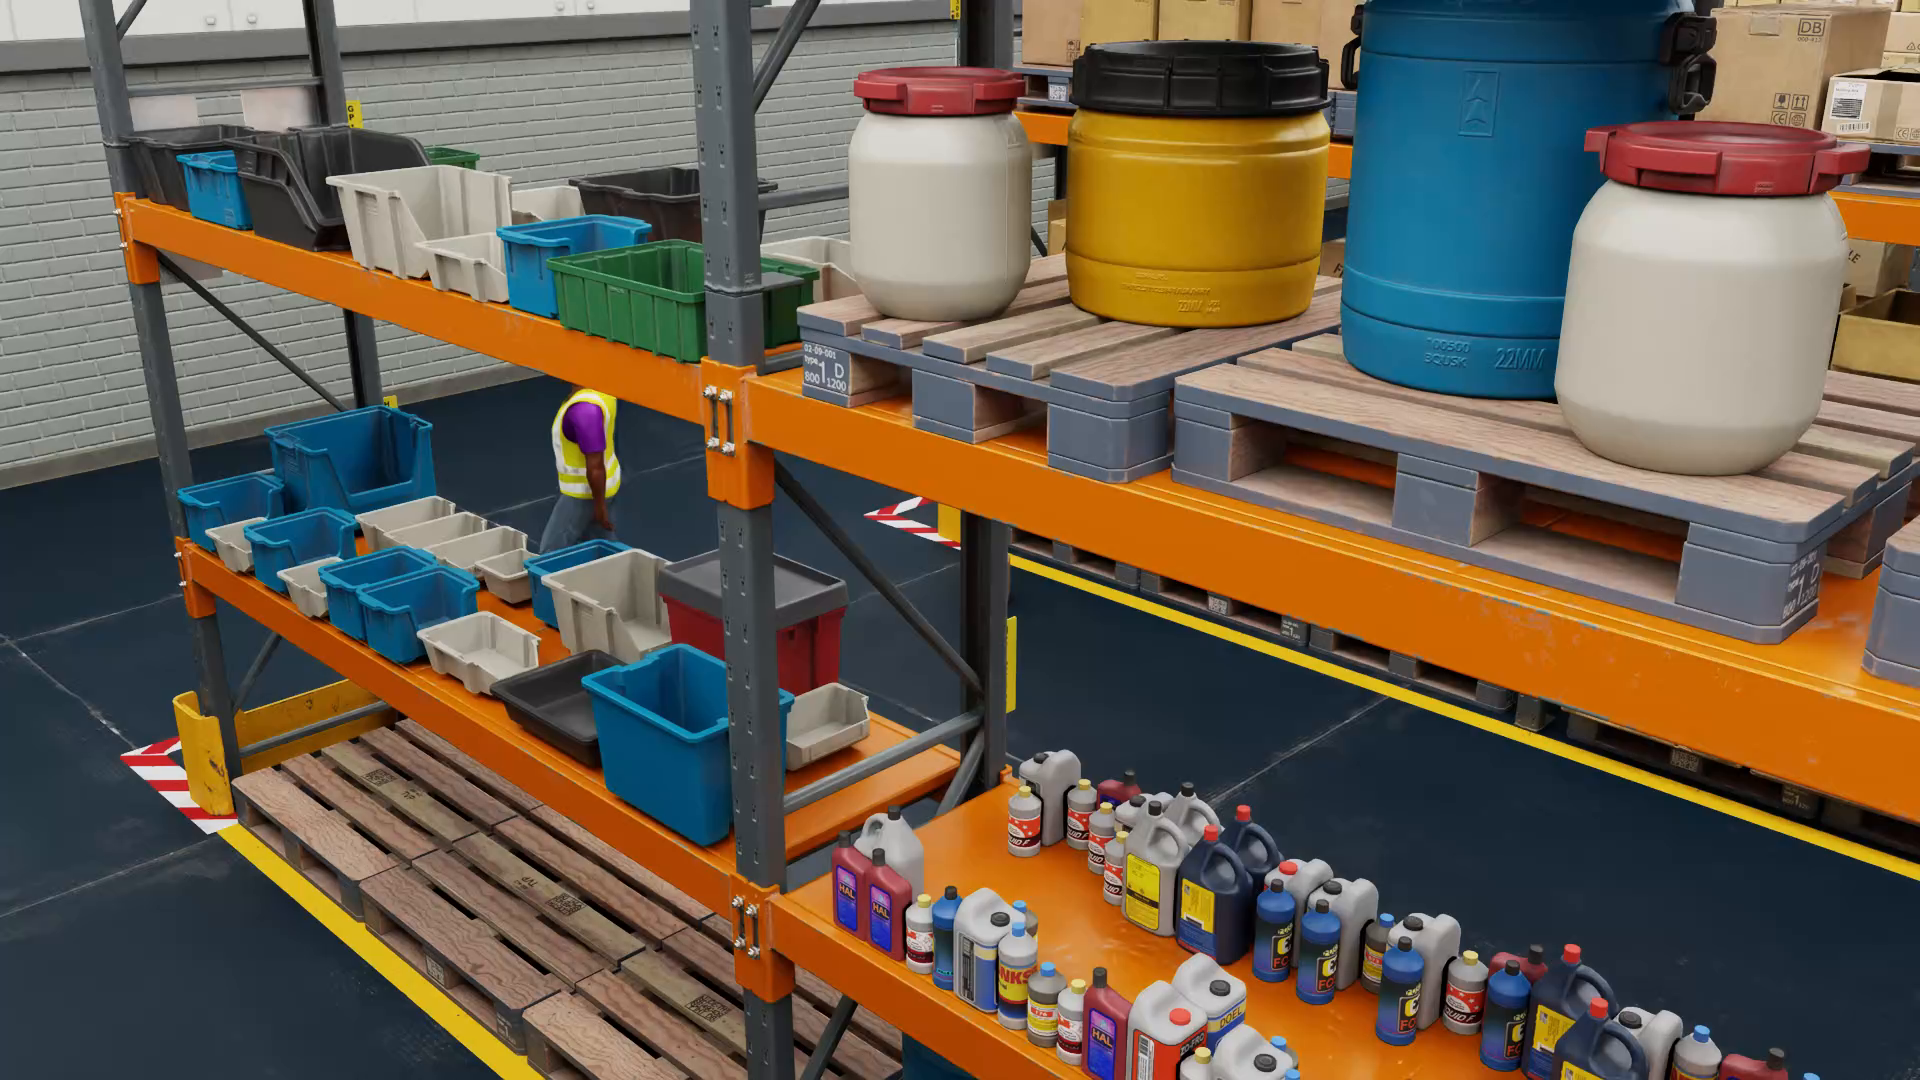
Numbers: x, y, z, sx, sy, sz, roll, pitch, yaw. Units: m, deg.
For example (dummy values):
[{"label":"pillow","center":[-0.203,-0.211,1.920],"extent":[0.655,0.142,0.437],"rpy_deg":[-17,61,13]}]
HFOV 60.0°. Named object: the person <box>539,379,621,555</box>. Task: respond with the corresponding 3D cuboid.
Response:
[{"label":"person","center":[-2.079,-0.256,9.229],"extent":[0.504,1.809,0.563],"rpy_deg":[0,20,-1]}]
